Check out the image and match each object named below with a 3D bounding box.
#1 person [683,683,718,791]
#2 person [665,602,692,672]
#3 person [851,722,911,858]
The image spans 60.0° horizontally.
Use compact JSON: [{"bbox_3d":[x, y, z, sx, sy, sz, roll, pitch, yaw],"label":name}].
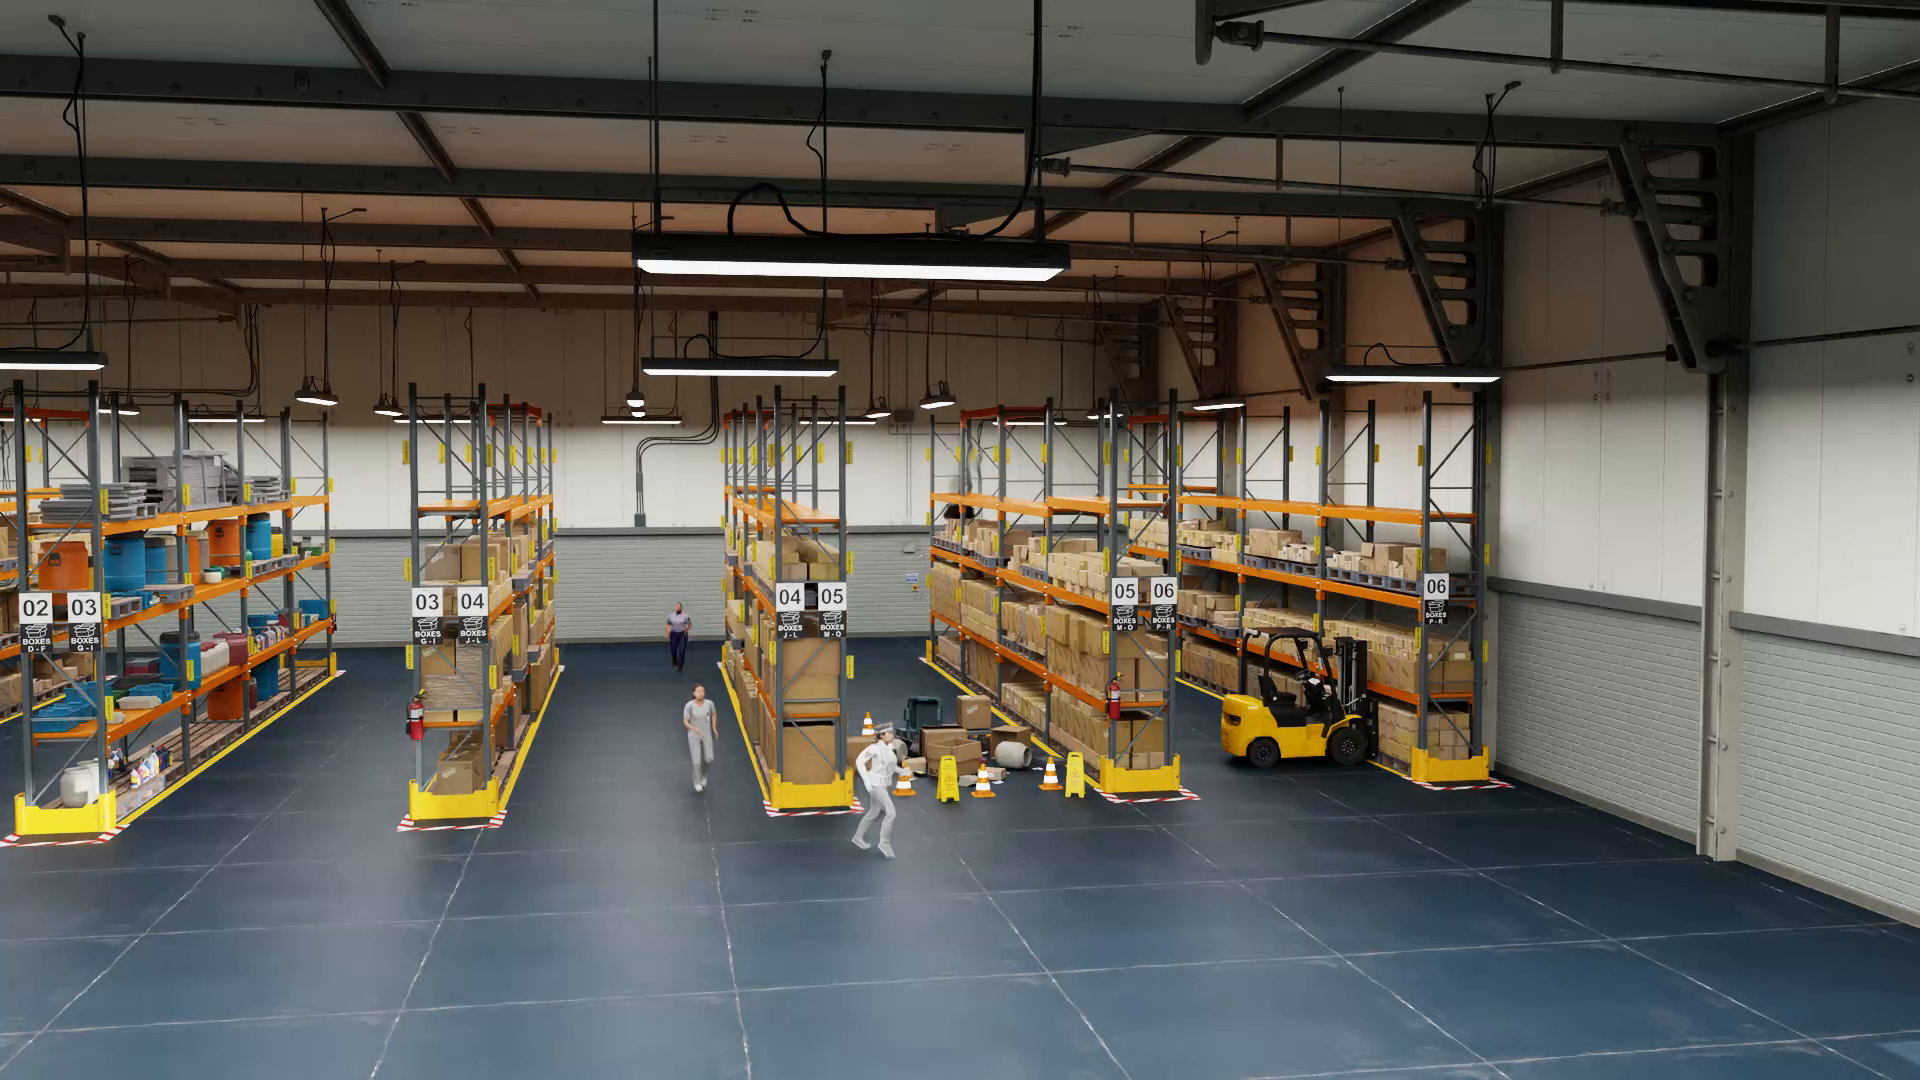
[{"bbox_3d":[-3.840,2.934,24.698,0.544,1.624,0.636,-1,3,-22],"label":"person"},{"bbox_3d":[-6.532,2.258,38.631,0.621,1.590,0.550,0,3,-7],"label":"person"},{"bbox_3d":[-1.014,3.130,20.848,0.833,1.729,0.546,1,3,22],"label":"person"}]
